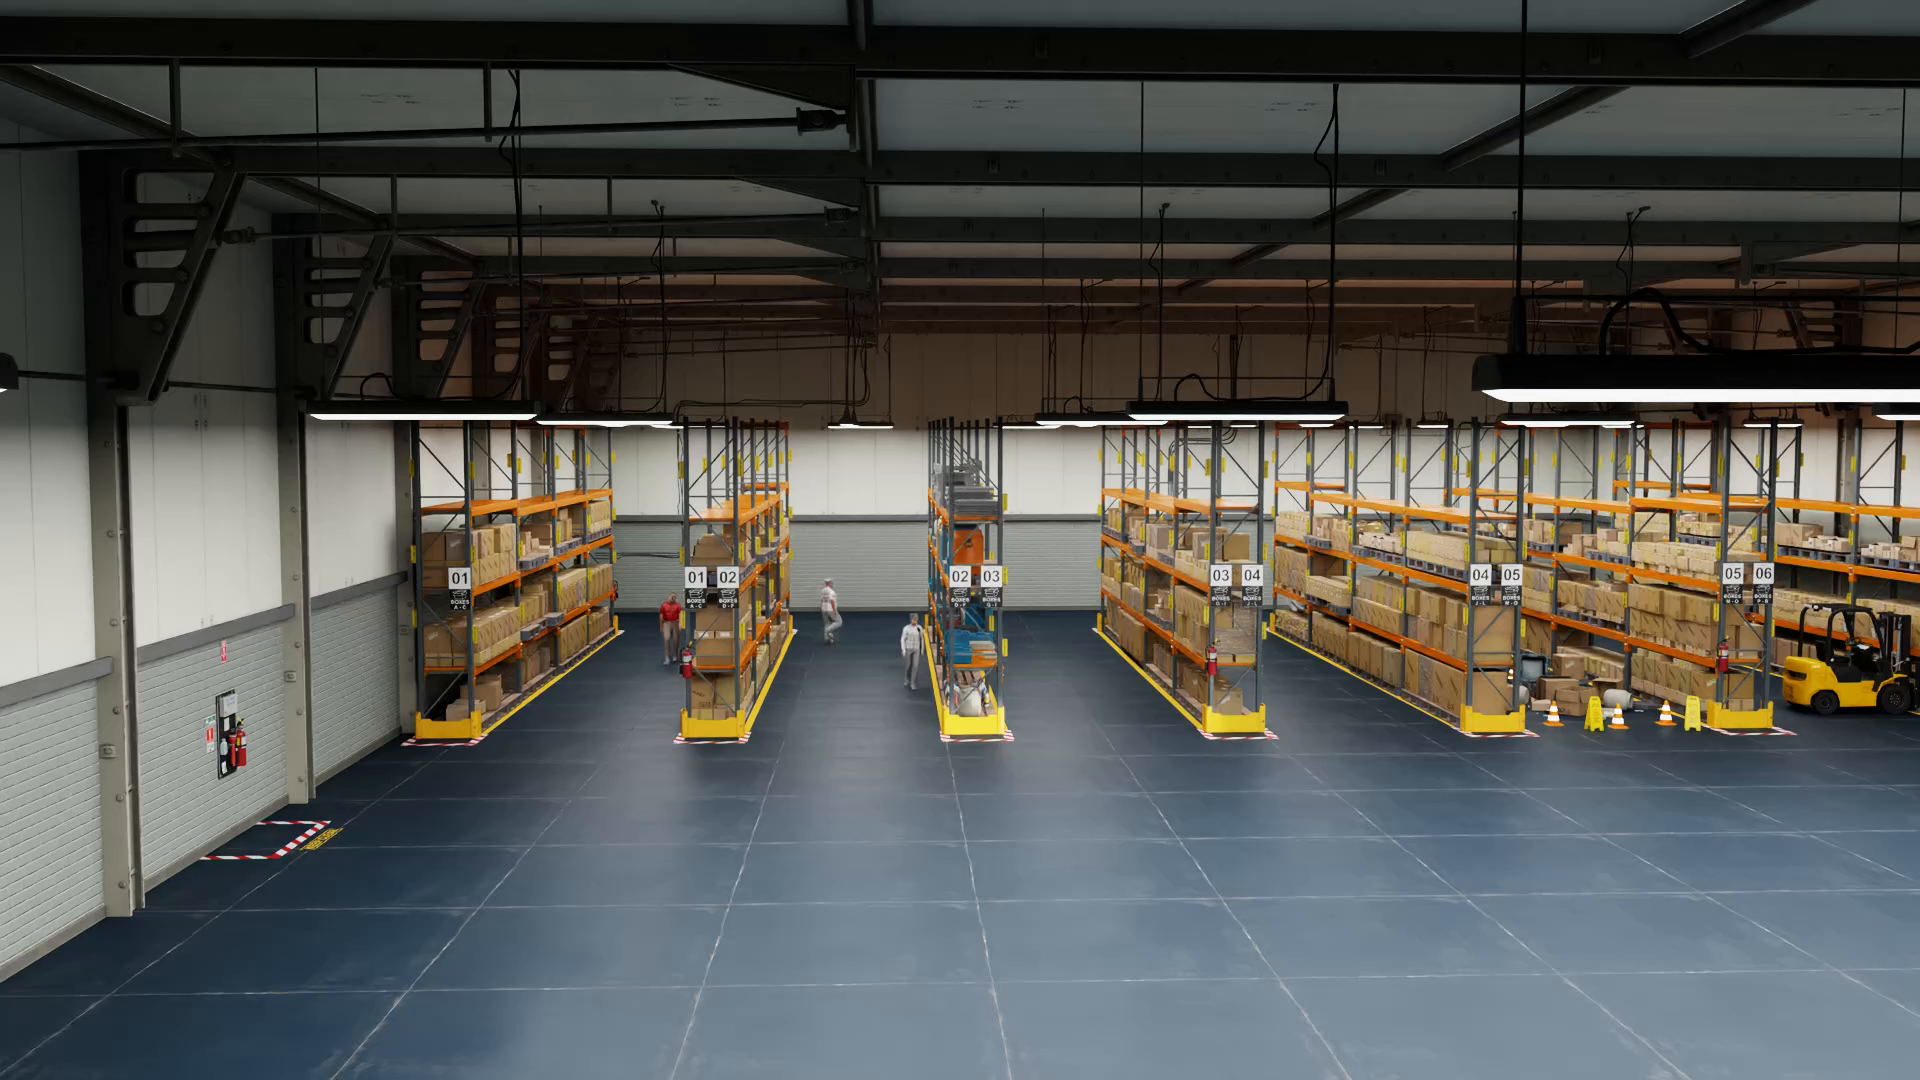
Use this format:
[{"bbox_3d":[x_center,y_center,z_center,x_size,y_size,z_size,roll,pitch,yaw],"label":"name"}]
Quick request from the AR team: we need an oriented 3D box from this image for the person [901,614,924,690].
[{"bbox_3d":[-1.055,2.494,37.230,0.557,1.697,0.678,-1,4,-12],"label":"person"}]

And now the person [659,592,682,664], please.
[{"bbox_3d":[-7.142,2.185,41.277,0.558,1.736,0.730,-1,4,-18],"label":"person"}]

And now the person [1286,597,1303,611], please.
[{"bbox_3d":[10.155,1.547,50.297,0.832,1.758,0.592,-3,5,-39],"label":"person"}]

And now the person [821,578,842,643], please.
[{"bbox_3d":[-3.535,1.914,44.922,0.552,1.758,0.575,-3,5,-41],"label":"person"}]
